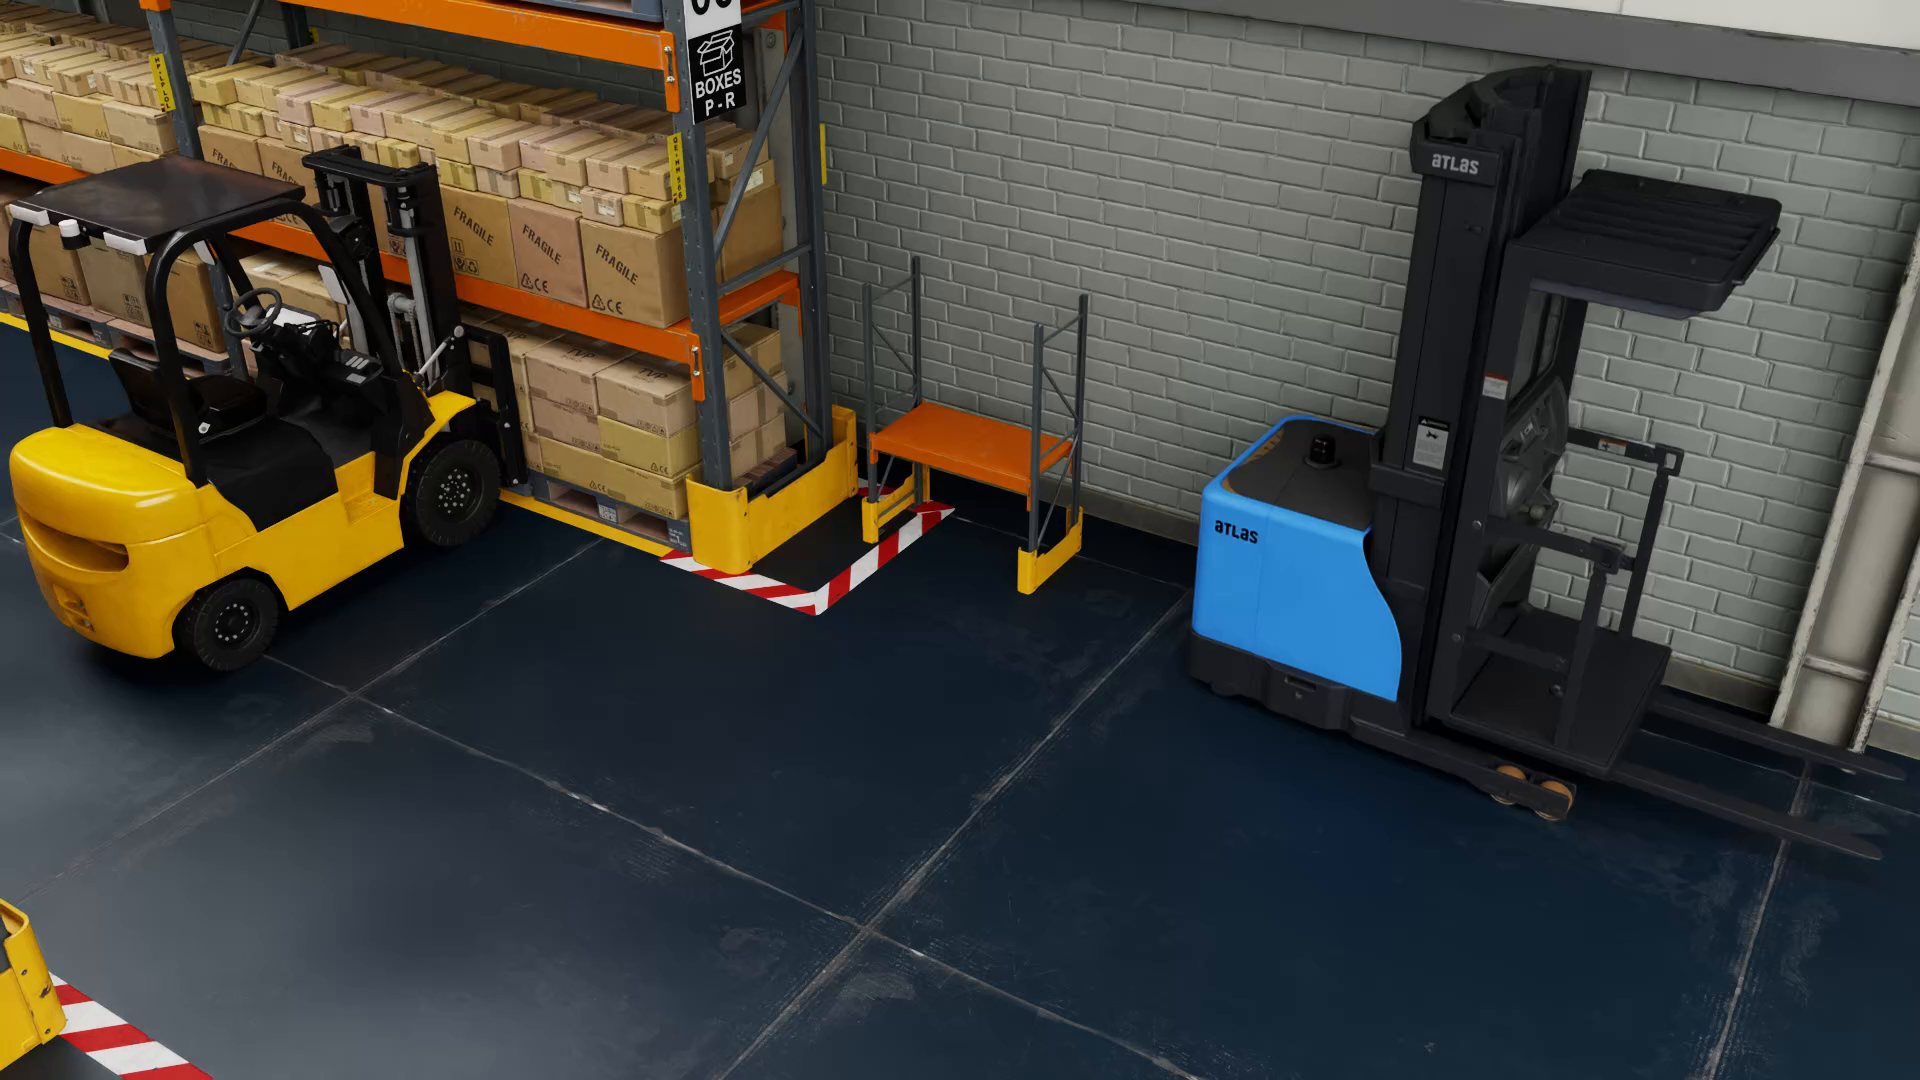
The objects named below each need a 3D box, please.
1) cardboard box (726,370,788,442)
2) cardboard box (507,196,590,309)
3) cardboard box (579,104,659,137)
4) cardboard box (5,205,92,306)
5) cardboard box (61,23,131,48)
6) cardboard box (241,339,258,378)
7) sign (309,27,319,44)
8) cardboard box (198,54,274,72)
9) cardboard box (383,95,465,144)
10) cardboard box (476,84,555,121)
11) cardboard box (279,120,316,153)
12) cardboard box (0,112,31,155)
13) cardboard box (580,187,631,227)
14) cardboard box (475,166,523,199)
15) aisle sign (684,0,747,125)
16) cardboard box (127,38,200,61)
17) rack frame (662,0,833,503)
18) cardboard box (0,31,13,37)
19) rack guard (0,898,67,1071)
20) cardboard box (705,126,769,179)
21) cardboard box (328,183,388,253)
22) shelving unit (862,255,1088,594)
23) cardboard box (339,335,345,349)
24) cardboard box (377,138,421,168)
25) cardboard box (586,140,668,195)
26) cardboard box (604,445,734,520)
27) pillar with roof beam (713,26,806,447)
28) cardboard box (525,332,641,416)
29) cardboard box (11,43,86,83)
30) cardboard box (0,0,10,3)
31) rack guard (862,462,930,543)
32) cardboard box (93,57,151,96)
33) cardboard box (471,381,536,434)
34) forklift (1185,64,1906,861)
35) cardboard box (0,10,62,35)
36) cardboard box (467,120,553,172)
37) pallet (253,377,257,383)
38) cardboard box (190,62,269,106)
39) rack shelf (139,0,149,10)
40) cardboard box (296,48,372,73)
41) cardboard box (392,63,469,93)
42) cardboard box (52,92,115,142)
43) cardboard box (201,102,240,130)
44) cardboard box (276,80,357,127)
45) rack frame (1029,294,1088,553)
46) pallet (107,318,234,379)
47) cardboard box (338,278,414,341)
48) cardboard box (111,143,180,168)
[{"bbox_3d":[-1.335,-0.823,9.500,0.500,0.250,0.500,18,35,28],"label":"cardboard box"},{"bbox_3d":[-2.038,-1.604,8.924,0.500,0.500,0.500,19,35,29],"label":"cardboard box"},{"bbox_3d":[-1.854,-2.253,9.098,0.250,0.149,0.380,18,35,28],"label":"cardboard box"},{"bbox_3d":[-6.174,-2.173,11.937,0.625,0.625,0.875,16,34,25],"label":"cardboard box"},{"bbox_3d":[-5.885,-3.408,11.371,0.250,0.149,0.380,18,35,28],"label":"cardboard box"},{"bbox_3d":[-4.201,-1.193,10.630,0.500,0.250,0.500,18,35,28],"label":"cardboard box"},{"bbox_3d":[-4.141,-3.116,10.676,0.005,0.325,0.100,18,35,27],"label":"sign"},{"bbox_3d":[-4.618,-2.979,10.637,0.250,0.149,0.380,17,34,26],"label":"cardboard box"},{"bbox_3d":[-2.969,-2.340,9.245,0.250,0.149,0.380,18,35,28],"label":"cardboard box"},{"bbox_3d":[-2.512,-2.458,9.449,0.250,0.149,0.380,18,35,28],"label":"cardboard box"},{"bbox_3d":[-3.679,-2.371,9.595,0.250,0.149,0.380,18,35,28],"label":"cardboard box"},{"bbox_3d":[-6.275,-2.842,11.294,0.500,0.250,0.500,19,35,29],"label":"cardboard box"},{"bbox_3d":[-1.722,-1.751,8.532,0.250,0.149,0.380,18,35,28],"label":"cardboard box"},{"bbox_3d":[-2.364,-1.969,8.906,0.250,0.149,0.380,16,34,26],"label":"cardboard box"},{"bbox_3d":[-1.147,-2.379,7.770,0.004,0.787,0.394,18,35,27],"label":"aisle sign"},{"bbox_3d":[-5.256,-3.200,11.016,0.250,0.149,0.380,17,34,27],"label":"cardboard box"},{"bbox_3d":[-1.047,-1.399,8.671,0.127,3.000,1.000,18,35,27],"label":"rack frame"},{"bbox_3d":[-6.610,-3.313,11.209,0.250,0.149,0.380,18,35,28],"label":"cardboard box"},{"bbox_3d":[-3.747,1.780,5.702,0.348,0.500,1.175,18,35,27],"label":"rack guard"},{"bbox_3d":[-1.218,-2.032,8.718,0.250,0.149,0.380,17,34,26],"label":"cardboard box"},{"bbox_3d":[-3.318,-2.015,9.629,0.500,0.500,0.500,17,34,27],"label":"cardboard box"},{"bbox_3d":[0.065,-0.627,8.837,1.083,1.500,0.587,18,35,27],"label":"shelving unit"},{"bbox_3d":[-3.761,-1.284,10.291,0.500,0.250,0.500,17,34,27],"label":"cardboard box"},{"bbox_3d":[-3.005,-2.173,9.255,0.250,0.149,0.380,17,34,26],"label":"cardboard box"},{"bbox_3d":[-1.688,-1.909,8.508,0.250,0.149,0.380,18,35,27],"label":"cardboard box"},{"bbox_3d":[-1.613,-0.383,9.242,0.500,0.250,0.500,18,35,28],"label":"cardboard box"},{"bbox_3d":[-3.446,-2.724,4.989,0.400,9.000,9.100,18,35,27],"label":"pillar with roof beam"},{"bbox_3d":[-2.038,-0.949,9.219,0.500,0.250,0.500,18,35,28],"label":"cardboard box"},{"bbox_3d":[-5.940,-3.120,10.878,0.250,0.149,0.380,18,35,28],"label":"cardboard box"},{"bbox_3d":[-7.158,-3.842,12.116,0.250,0.149,0.380,19,35,29],"label":"cardboard box"},{"bbox_3d":[-0.357,-0.221,9.381,0.087,0.250,0.587,18,35,27],"label":"rack guard"},{"bbox_3d":[-5.249,-2.940,10.569,0.250,0.149,0.380,18,35,27],"label":"cardboard box"},{"bbox_3d":[-2.493,-0.874,9.586,0.500,0.250,0.500,17,34,26],"label":"cardboard box"},{"bbox_3d":[2.597,-0.363,6.963,3.031,2.935,1.130,19,35,29],"label":"forklift"},{"bbox_3d":[-6.547,-3.607,11.714,0.250,0.149,0.380,17,34,27],"label":"cardboard box"},{"bbox_3d":[-2.375,-2.089,8.815,0.250,0.149,0.380,18,35,29],"label":"cardboard box"},{"bbox_3d":[-3.783,-1.035,10.814,1.213,0.211,1.003,18,35,27],"label":"pallet"},{"bbox_3d":[-4.322,-2.710,9.880,0.250,0.149,0.380,18,35,28],"label":"cardboard box"},{"bbox_3d":[-6.129,-3.991,10.851,4.000,0.370,1.077,18,35,27],"label":"rack shelf"},{"bbox_3d":[-3.813,-2.881,10.173,0.250,0.149,0.380,17,34,26],"label":"cardboard box"},{"bbox_3d":[-3.128,-2.697,9.858,0.250,0.149,0.380,17,34,27],"label":"cardboard box"},{"bbox_3d":[-5.426,-2.778,10.689,0.500,0.250,0.500,17,34,26],"label":"cardboard box"},{"bbox_3d":[-4.304,-2.596,9.980,0.250,0.149,0.380,17,34,27],"label":"cardboard box"},{"bbox_3d":[-3.669,-2.501,9.522,0.250,0.149,0.380,18,35,28],"label":"cardboard box"},{"bbox_3d":[0.503,-0.489,8.599,0.032,1.500,0.500,18,35,27],"label":"rack frame"},{"bbox_3d":[-5.079,-1.446,11.520,1.213,0.211,1.003,18,35,27],"label":"pallet"},{"bbox_3d":[-3.336,-1.363,9.929,0.500,0.250,0.500,19,35,29],"label":"cardboard box"},{"bbox_3d":[-5.001,-2.429,10.585,0.500,0.250,0.500,18,35,28],"label":"cardboard box"}]
